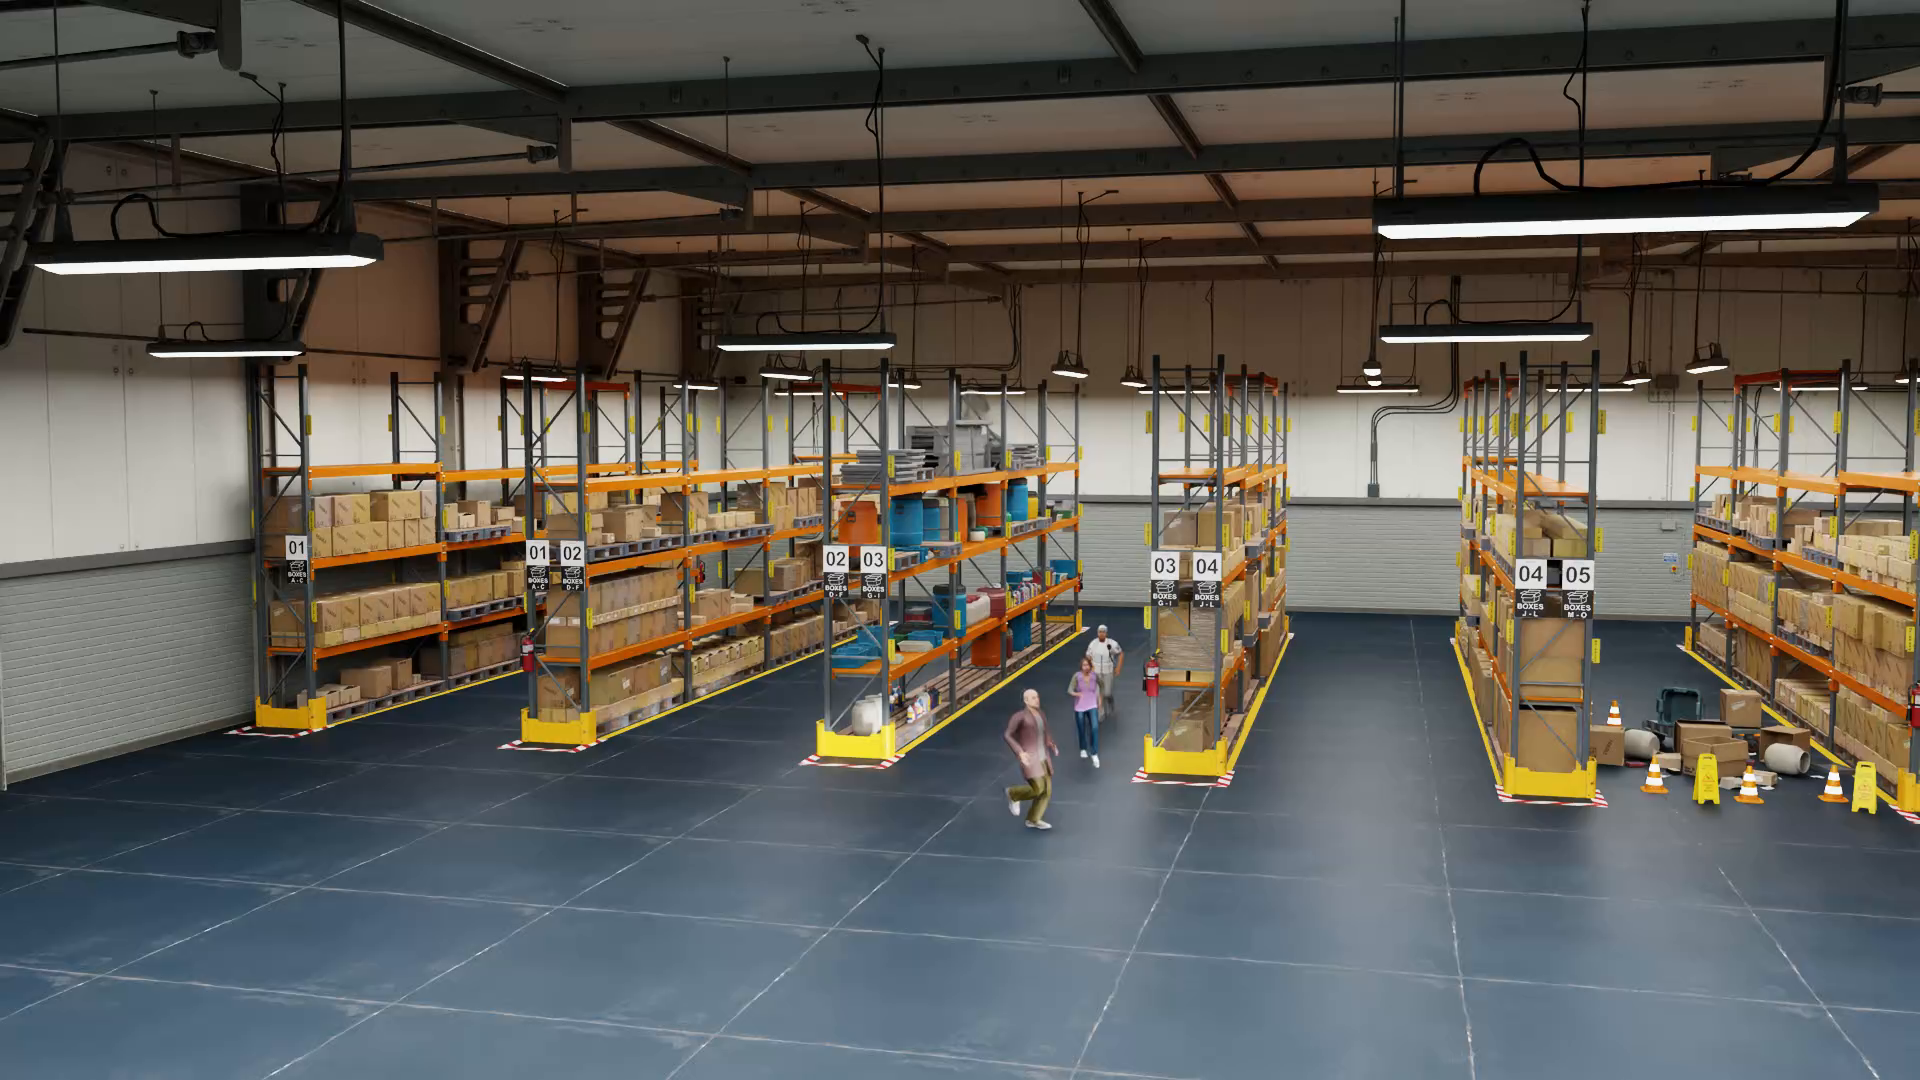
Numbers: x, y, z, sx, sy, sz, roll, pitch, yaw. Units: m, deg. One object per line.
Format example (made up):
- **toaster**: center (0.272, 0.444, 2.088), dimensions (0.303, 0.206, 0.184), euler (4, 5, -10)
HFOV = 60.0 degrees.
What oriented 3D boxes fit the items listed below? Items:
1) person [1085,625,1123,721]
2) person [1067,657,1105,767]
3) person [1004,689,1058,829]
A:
- **person**: center (2.441, 2.252, 28.227), dimensions (0.640, 1.626, 0.571), euler (1, 4, 12)
- **person**: center (1.864, 2.521, 24.575), dimensions (0.564, 1.607, 0.742), euler (0, 4, 2)
- **person**: center (0.890, 2.723, 20.727), dimensions (0.726, 1.720, 0.629), euler (-4, 5, -44)
